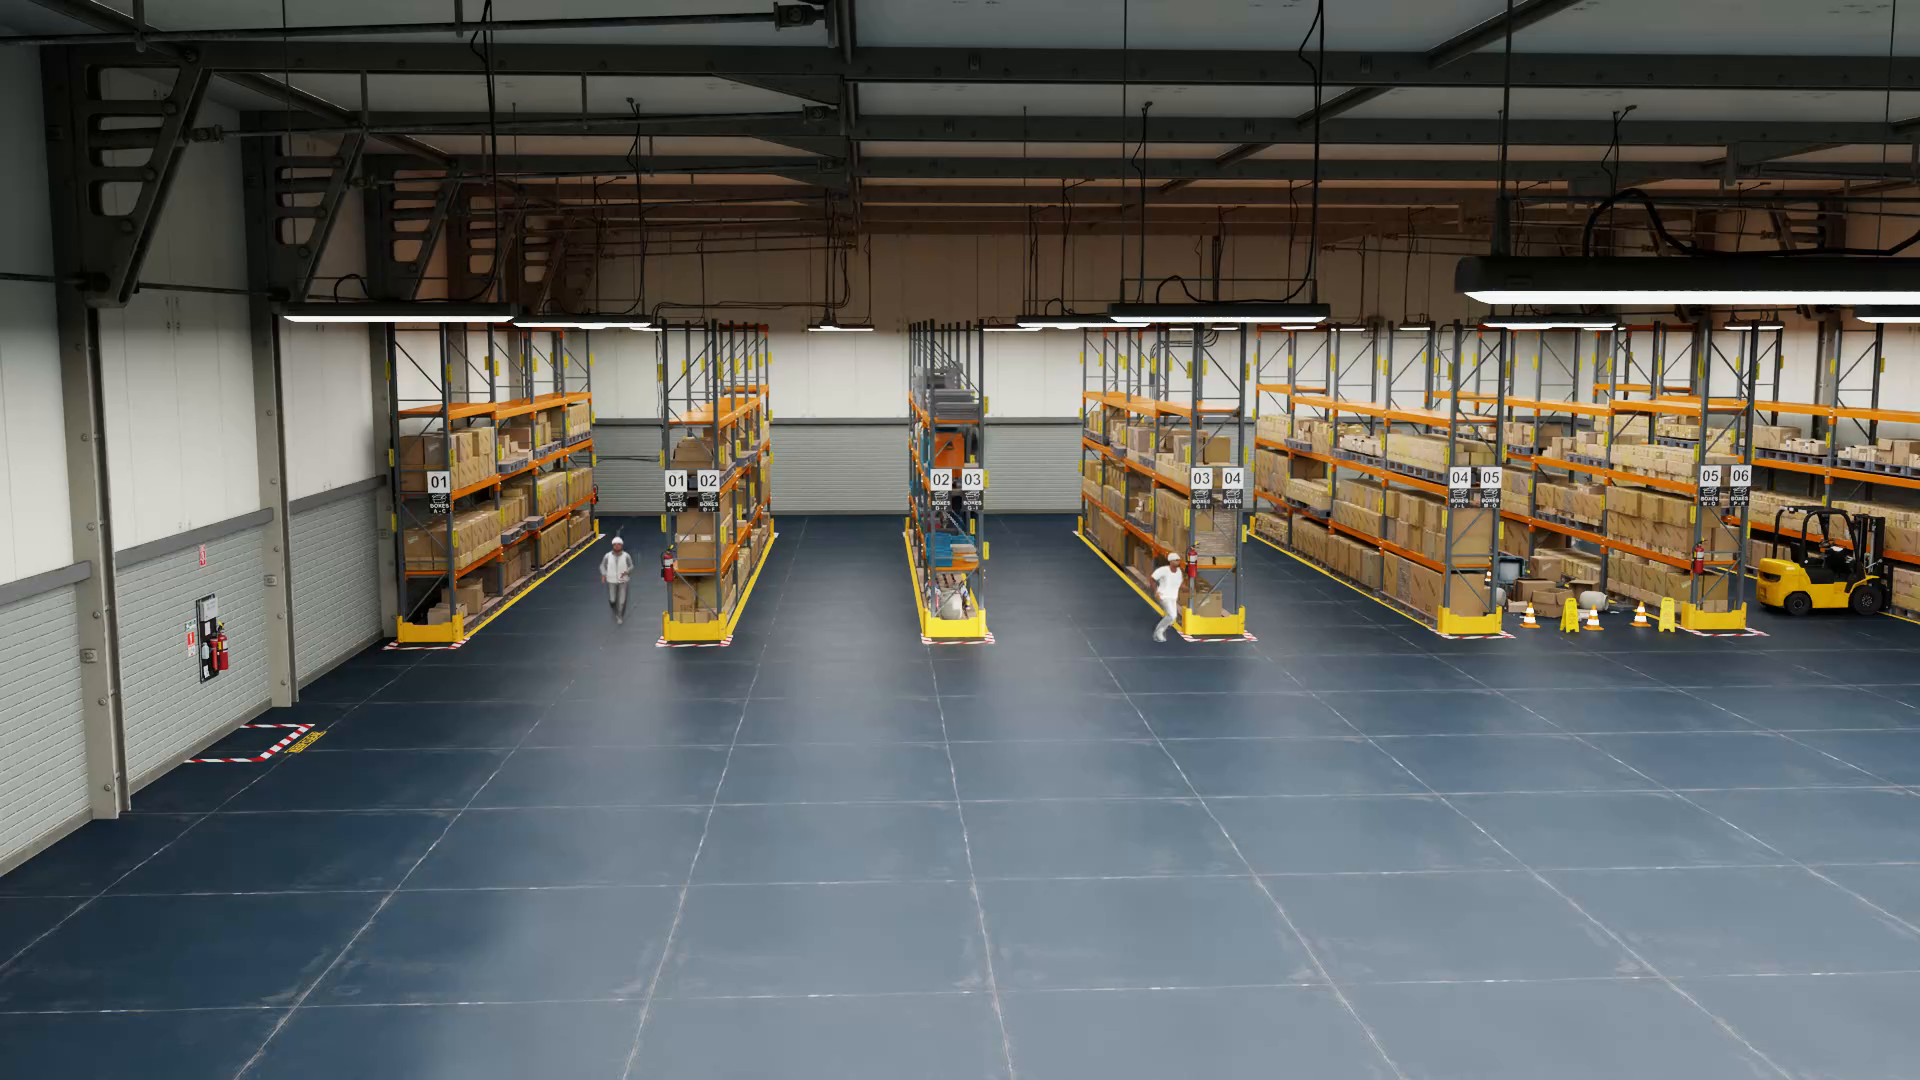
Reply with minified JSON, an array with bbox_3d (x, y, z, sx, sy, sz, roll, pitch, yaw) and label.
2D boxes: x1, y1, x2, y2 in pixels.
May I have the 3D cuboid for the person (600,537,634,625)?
[{"bbox_3d":[-6.763,0.818,32.811,0.658,1.731,0.570,-1,7,-9],"label":"person"}]

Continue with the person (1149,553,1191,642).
[{"bbox_3d":[3.908,1.070,30.975,0.711,1.693,0.722,-6,9,-40],"label":"person"}]

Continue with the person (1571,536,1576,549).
[{"bbox_3d":[15.661,-0.439,42.548,0.655,1.817,0.910,-1,7,-6],"label":"person"}]

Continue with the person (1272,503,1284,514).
[{"bbox_3d":[9.526,-1.145,49.107,0.685,1.601,0.591,0,7,3],"label":"person"}]
